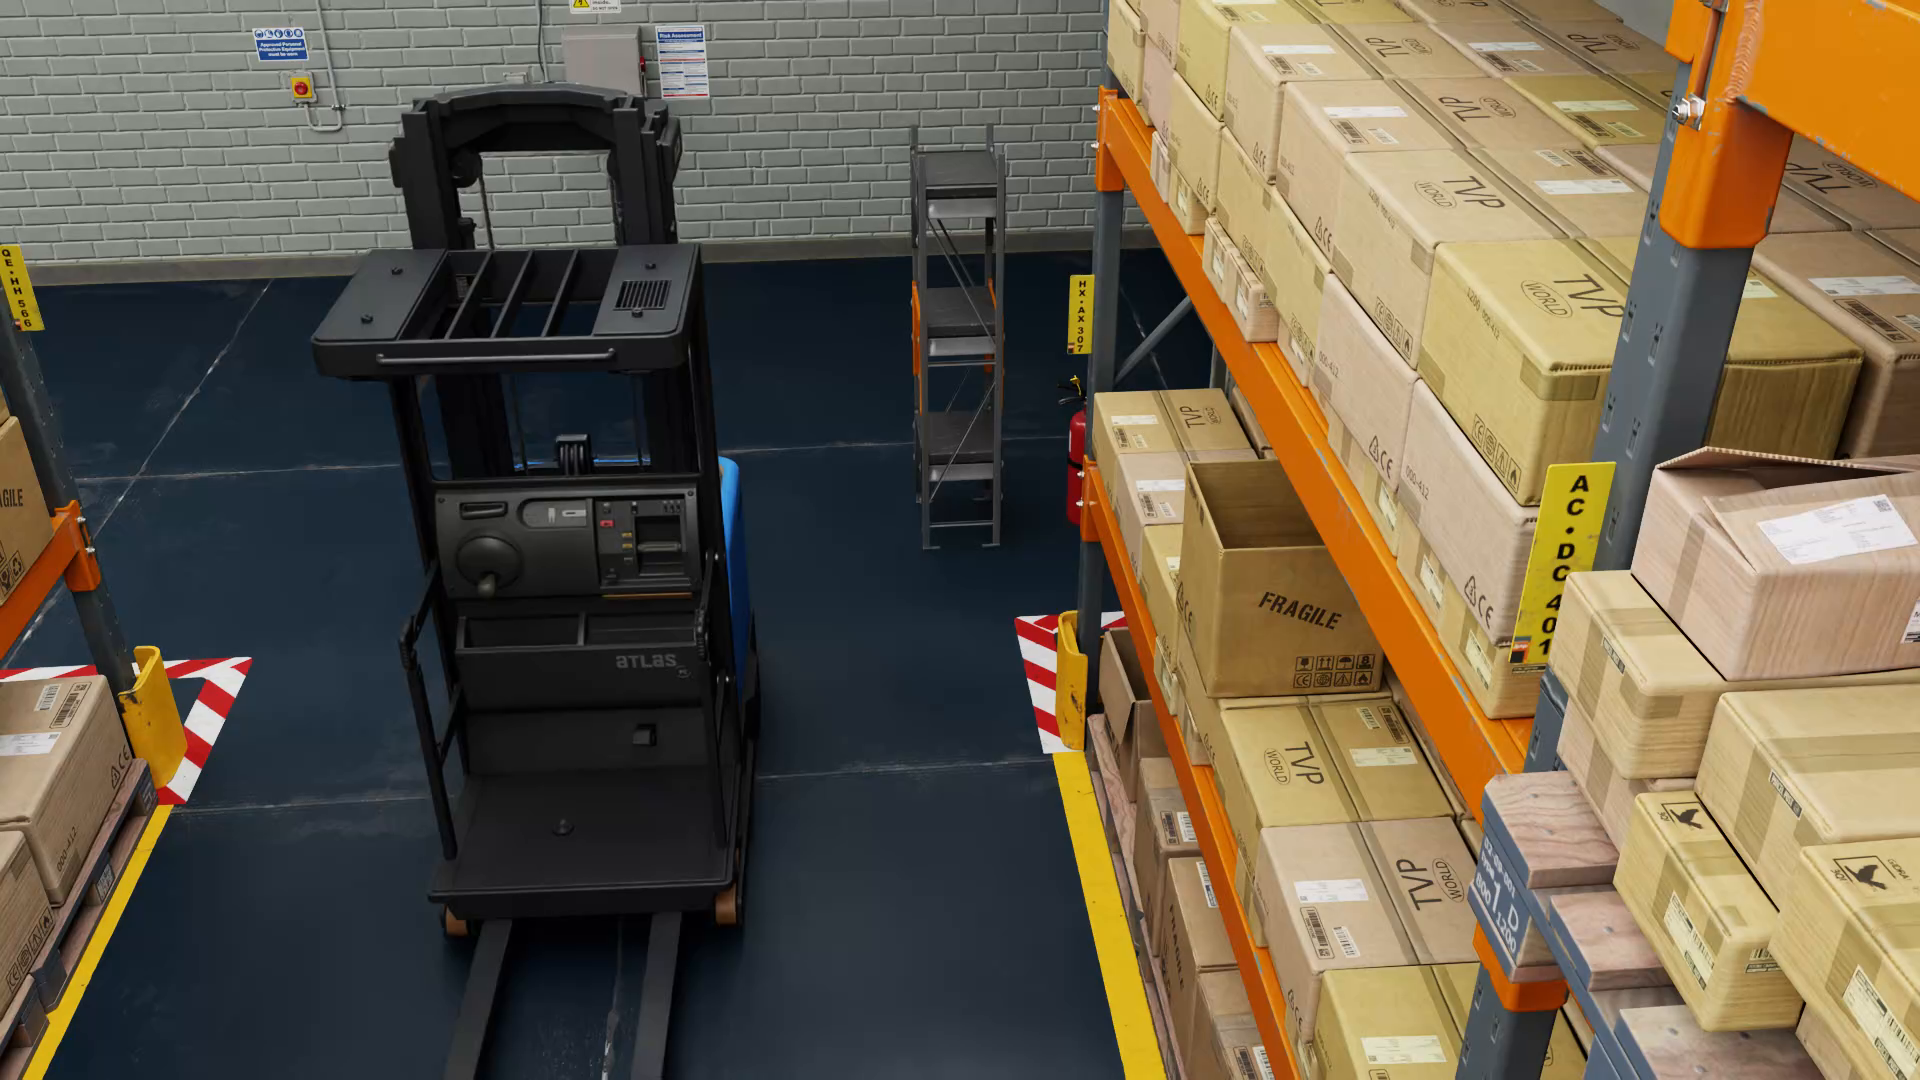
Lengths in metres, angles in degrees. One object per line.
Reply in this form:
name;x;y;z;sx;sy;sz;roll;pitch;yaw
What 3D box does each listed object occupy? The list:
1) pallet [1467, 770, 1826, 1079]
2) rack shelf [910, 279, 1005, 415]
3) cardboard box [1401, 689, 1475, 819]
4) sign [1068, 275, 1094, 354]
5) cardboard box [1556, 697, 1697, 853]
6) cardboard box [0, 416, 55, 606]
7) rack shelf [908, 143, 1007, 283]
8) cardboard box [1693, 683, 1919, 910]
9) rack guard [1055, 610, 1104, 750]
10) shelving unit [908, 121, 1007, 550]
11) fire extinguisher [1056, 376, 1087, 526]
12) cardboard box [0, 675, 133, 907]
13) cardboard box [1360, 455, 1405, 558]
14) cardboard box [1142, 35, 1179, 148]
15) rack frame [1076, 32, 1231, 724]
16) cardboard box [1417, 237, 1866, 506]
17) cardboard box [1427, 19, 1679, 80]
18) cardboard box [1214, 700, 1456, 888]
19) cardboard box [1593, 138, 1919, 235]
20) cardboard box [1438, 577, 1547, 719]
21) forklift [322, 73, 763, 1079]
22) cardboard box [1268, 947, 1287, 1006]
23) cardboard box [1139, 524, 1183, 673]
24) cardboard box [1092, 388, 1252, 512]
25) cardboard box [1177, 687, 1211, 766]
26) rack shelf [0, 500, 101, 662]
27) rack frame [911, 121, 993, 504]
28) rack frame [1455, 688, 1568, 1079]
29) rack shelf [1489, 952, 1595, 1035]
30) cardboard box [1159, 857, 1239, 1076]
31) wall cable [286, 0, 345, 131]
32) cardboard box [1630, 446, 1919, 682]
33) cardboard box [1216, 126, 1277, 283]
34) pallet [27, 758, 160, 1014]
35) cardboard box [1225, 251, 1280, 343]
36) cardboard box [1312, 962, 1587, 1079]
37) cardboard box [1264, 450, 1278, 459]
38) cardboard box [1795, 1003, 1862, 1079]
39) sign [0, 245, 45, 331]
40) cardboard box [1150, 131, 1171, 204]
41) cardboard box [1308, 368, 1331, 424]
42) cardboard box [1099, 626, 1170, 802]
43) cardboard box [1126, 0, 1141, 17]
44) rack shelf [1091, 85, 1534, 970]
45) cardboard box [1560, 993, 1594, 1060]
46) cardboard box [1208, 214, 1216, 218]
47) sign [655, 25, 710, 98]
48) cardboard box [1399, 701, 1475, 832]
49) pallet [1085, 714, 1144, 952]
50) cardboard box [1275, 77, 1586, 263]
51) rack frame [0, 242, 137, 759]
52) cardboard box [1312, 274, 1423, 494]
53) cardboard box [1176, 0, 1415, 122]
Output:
pallet;1.377;0.646;2.002;1.213;0.211;1.003;-3;31;-5
rack shelf;-0.016;-0.974;8.360;0.431;0.518;0.480;-3;31;-5
cardboard box;1.511;0.358;4.350;0.500;0.500;0.500;-4;31;-6
sign;0.472;-0.871;6.439;0.100;0.325;0.005;-3;31;-5
cardboard box;1.017;0.285;2.161;0.380;0.149;0.250;-2;31;-4
cardboard box;-3.621;-0.095;5.887;0.500;0.500;0.500;-3;31;-4
rack shelf;-0.016;-1.575;8.001;0.431;0.518;0.480;-3;31;-5
cardboard box;1.073;0.292;1.859;0.380;0.149;0.250;-2;31;-4
rack guard;1.019;0.586;7.281;1.175;0.500;0.348;-3;31;-5
shelving unit;-0.016;-0.986;8.353;0.431;2.100;0.503;-3;31;-5
fire extinguisher;0.538;-0.385;6.909;0.296;0.674;0.183;-3;31;-5
cardboard box;-3.769;0.966;6.297;0.875;0.438;0.875;-4;31;-6
cardboard box;1.022;-0.095;3.305;0.380;0.149;0.250;-2;31;-3
cardboard box;0.849;-1.379;5.064;0.500;0.250;0.500;-2;31;-4
rack frame;1.012;-0.526;6.705;1.000;3.000;0.127;-3;31;-5
cardboard box;1.099;-0.295;2.763;0.500;0.250;0.500;-3;31;-4
cardboard box;1.458;-1.093;4.098;0.500;0.250;0.500;-3;31;-5
cardboard box;1.000;0.695;4.518;0.500;0.250;0.500;-3;31;-5
cardboard box;1.559;-0.579;3.238;0.500;0.250;0.500;-4;31;-6
cardboard box;1.058;0.167;2.865;0.380;0.149;0.250;-3;31;-5
forklift;-1.399;-0.007;5.903;1.130;2.935;3.031;-2;31;-3
cardboard box;1.012;1.075;4.270;0.380;0.149;0.250;-2;31;-3
cardboard box;0.884;0.172;5.394;0.500;0.250;0.500;-3;31;-6
cardboard box;0.786;-0.344;6.258;0.500;0.250;0.500;-3;31;-4
cardboard box;0.885;0.557;5.138;0.380;0.149;0.250;-2;31;-3
rack shelf;-3.743;1.044;4.779;1.077;0.370;4.000;-3;31;-5
rack frame;-0.038;-1.111;8.562;0.400;2.100;0.015;-3;31;-5
rack frame;1.385;1.517;3.286;1.000;3.000;0.127;-3;31;-5
rack shelf;1.572;1.559;0.992;1.077;0.370;4.000;-3;31;-5
cardboard box;0.966;1.397;5.514;0.500;0.500;0.500;-2;31;-4
wall cable;-4.480;-3.613;10.853;0.585;1.953;0.123;-3;31;-5
cardboard box;1.066;-0.022;1.980;0.396;0.266;0.258;-3;31;-5
cardboard box;0.956;-0.854;4.185;0.500;0.250;0.500;-3;31;-5
pallet;-3.777;1.316;6.341;1.003;0.211;1.213;-3;31;-5
cardboard box;0.885;-0.617;4.178;0.380;0.149;0.250;-2;31;-4
cardboard box;1.095;1.205;3.664;0.500;0.250;0.500;-2;31;-3
cardboard box;1.366;-0.104;5.854;0.500;0.250;0.500;-3;31;-4
cardboard box;1.128;0.543;1.728;0.380;0.149;0.250;-2;31;-4
sign;-3.388;-0.904;5.978;0.100;0.325;0.005;-3;31;-5
cardboard box;0.788;-1.135;5.045;0.380;0.149;0.250;-2;31;-3
cardboard box;1.007;-0.359;3.746;0.380;0.149;0.250;-2;31;-3
cardboard box;0.975;0.683;6.707;0.797;0.503;0.637;-4;31;-7
cardboard box;0.803;-1.853;5.370;0.500;0.250;0.500;-3;31;-5
rack shelf;1.199;-0.483;4.411;1.077;0.370;4.000;-3;31;-5
cardboard box;1.608;1.187;3.693;0.500;0.250;0.500;-3;31;-5
cardboard box;0.905;-0.878;4.615;0.380;0.149;0.250;-3;31;-5
sign;-1.902;-3.278;11.406;0.329;0.494;0.001;-3;31;-5
cardboard box;1.508;0.668;4.562;0.500;0.250;0.500;-2;31;-4
pallet;1.094;1.117;6.674;1.003;0.211;1.213;-3;31;-5
cardboard box;1.004;-0.813;3.630;0.500;0.250;0.500;-2;31;-4
rack frame;-3.930;-0.286;6.304;1.000;3.000;0.127;-3;31;-5
cardboard box;1.032;-0.334;3.315;0.500;0.250;0.500;-4;31;-6
cardboard box;0.893;-1.336;4.506;0.500;0.250;0.500;-3;31;-5
